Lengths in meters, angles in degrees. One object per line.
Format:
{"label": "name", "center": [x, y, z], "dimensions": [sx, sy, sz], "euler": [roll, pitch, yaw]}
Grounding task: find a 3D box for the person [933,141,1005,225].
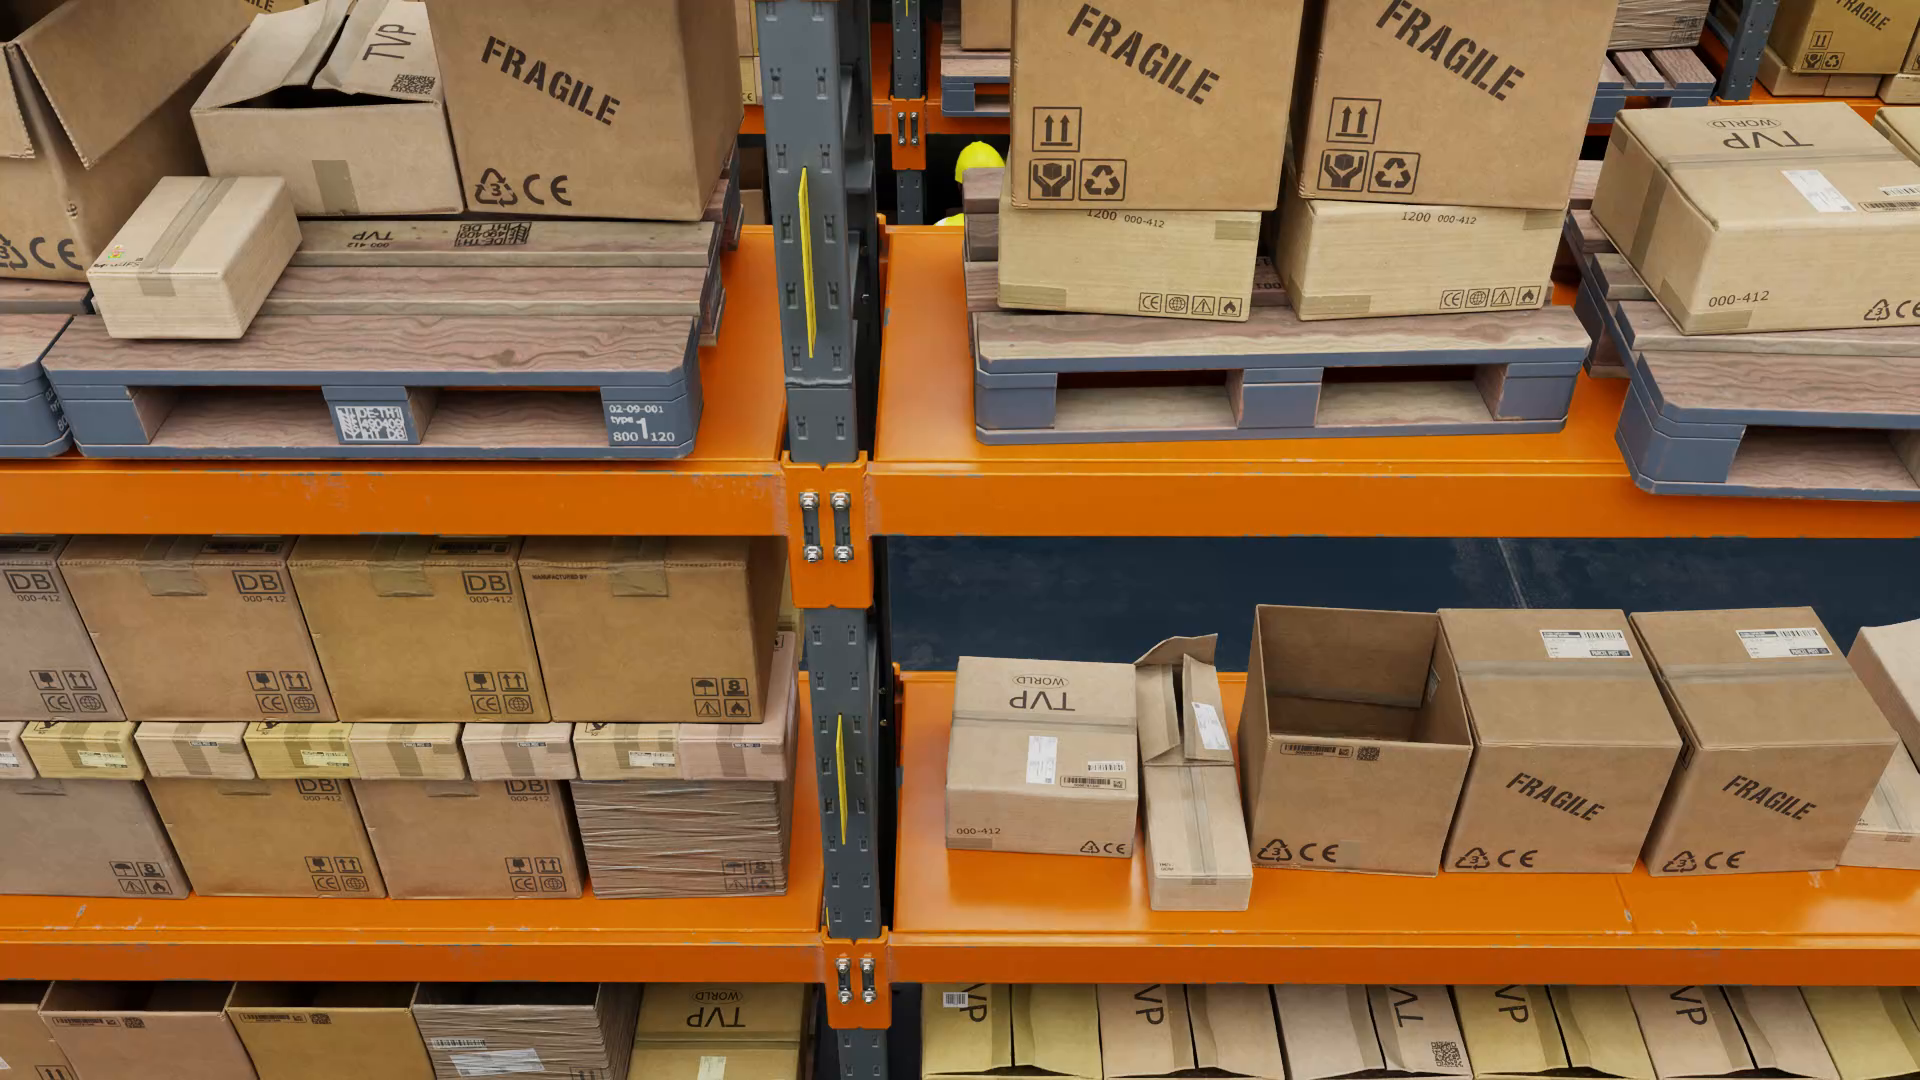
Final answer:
{"label": "person", "center": [0.112, -0.876, 7.209], "dimensions": [0.634, 1.759, 0.461], "euler": [-2, 39, -3]}
